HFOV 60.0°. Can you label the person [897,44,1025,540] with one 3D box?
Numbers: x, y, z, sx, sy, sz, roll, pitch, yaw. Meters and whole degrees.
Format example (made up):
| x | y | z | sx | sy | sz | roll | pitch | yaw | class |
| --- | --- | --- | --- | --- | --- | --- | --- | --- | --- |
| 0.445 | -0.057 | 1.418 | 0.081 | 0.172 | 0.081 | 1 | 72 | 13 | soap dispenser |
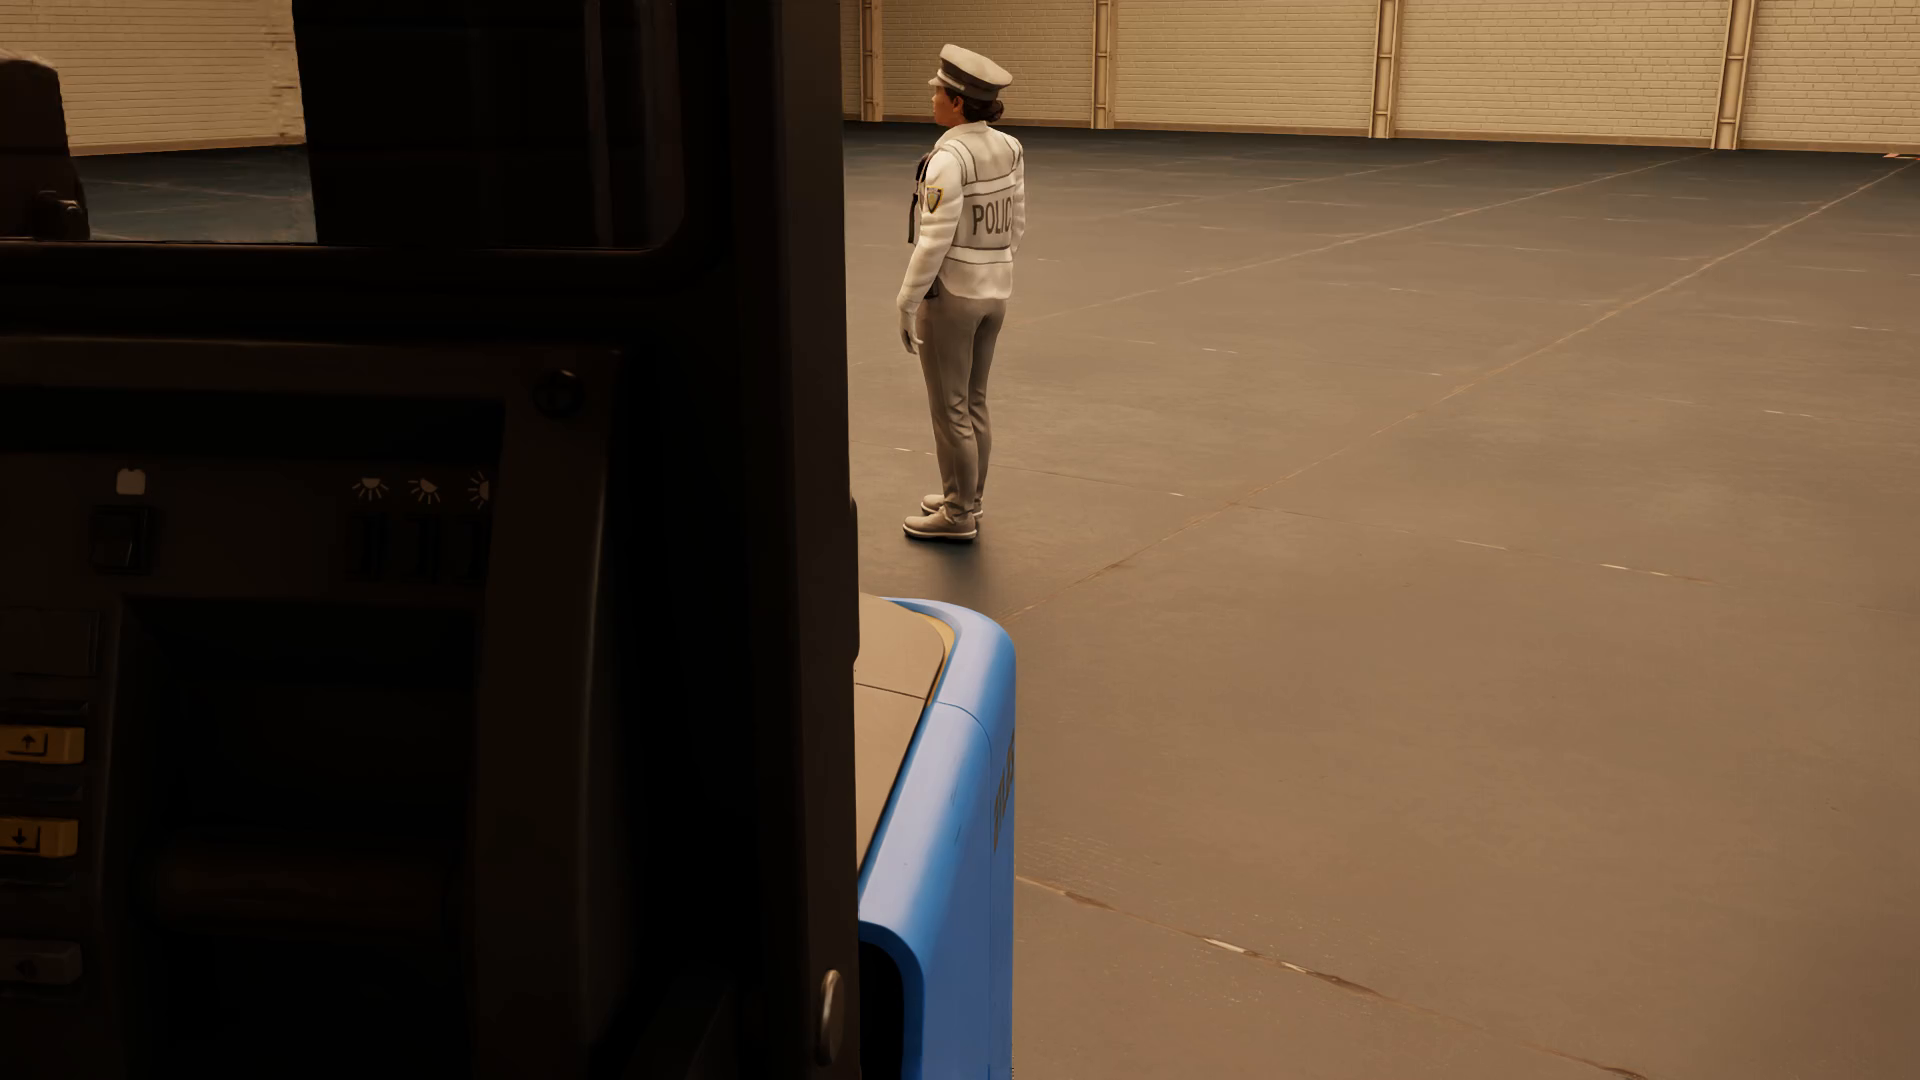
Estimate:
| x | y | z | sx | sy | sz | roll | pitch | yaw | class |
| --- | --- | --- | --- | --- | --- | --- | --- | --- | --- |
| -0.053 | -0.831 | 5.746 | 0.531 | 1.695 | 0.587 | 11 | 20 | 33 | person |
